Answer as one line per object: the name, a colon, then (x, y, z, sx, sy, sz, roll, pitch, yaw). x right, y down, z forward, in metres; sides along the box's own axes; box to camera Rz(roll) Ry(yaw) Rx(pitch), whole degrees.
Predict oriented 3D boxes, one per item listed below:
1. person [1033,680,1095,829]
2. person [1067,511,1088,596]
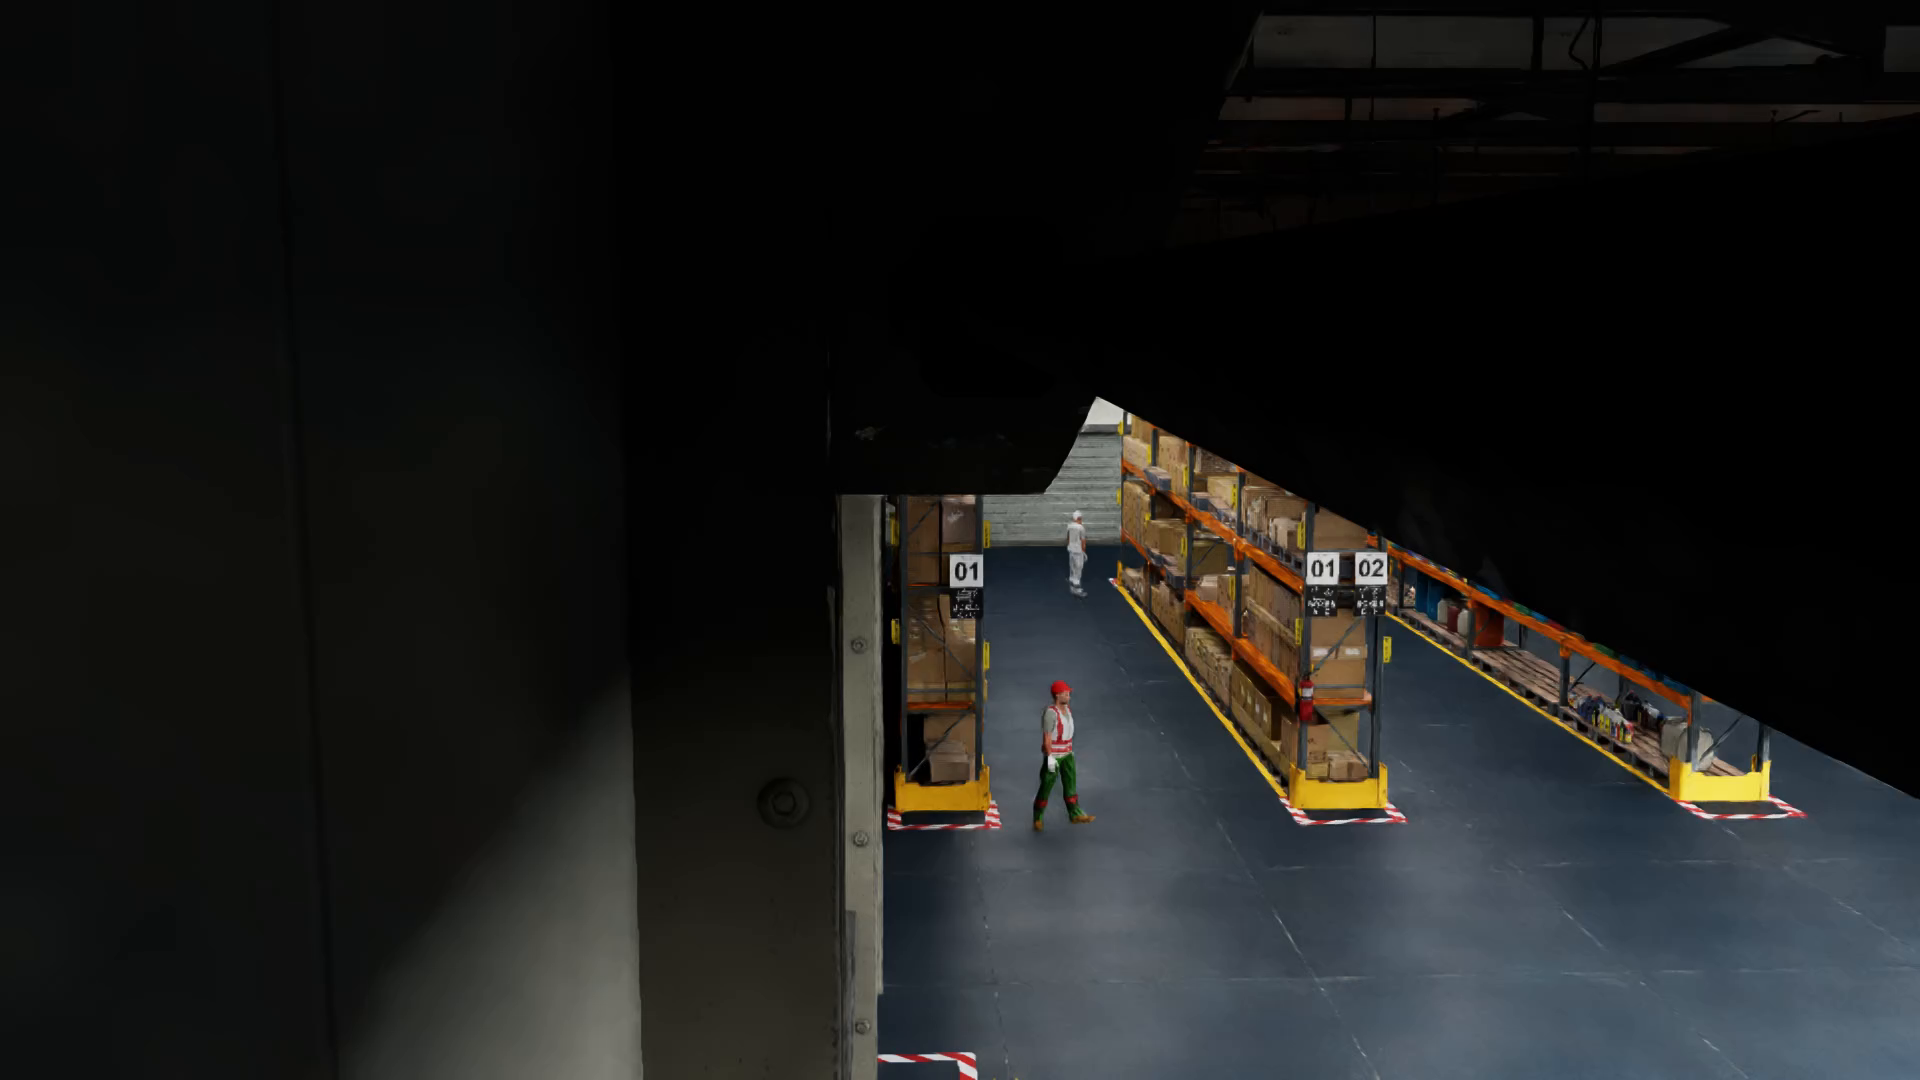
person: (1.205, 2.532, 19.791, 0.568, 1.780, 0.718, 6, 10, 36)
person: (2.502, 0.264, 35.065, 0.442, 1.792, 0.606, -5, 10, -33)
